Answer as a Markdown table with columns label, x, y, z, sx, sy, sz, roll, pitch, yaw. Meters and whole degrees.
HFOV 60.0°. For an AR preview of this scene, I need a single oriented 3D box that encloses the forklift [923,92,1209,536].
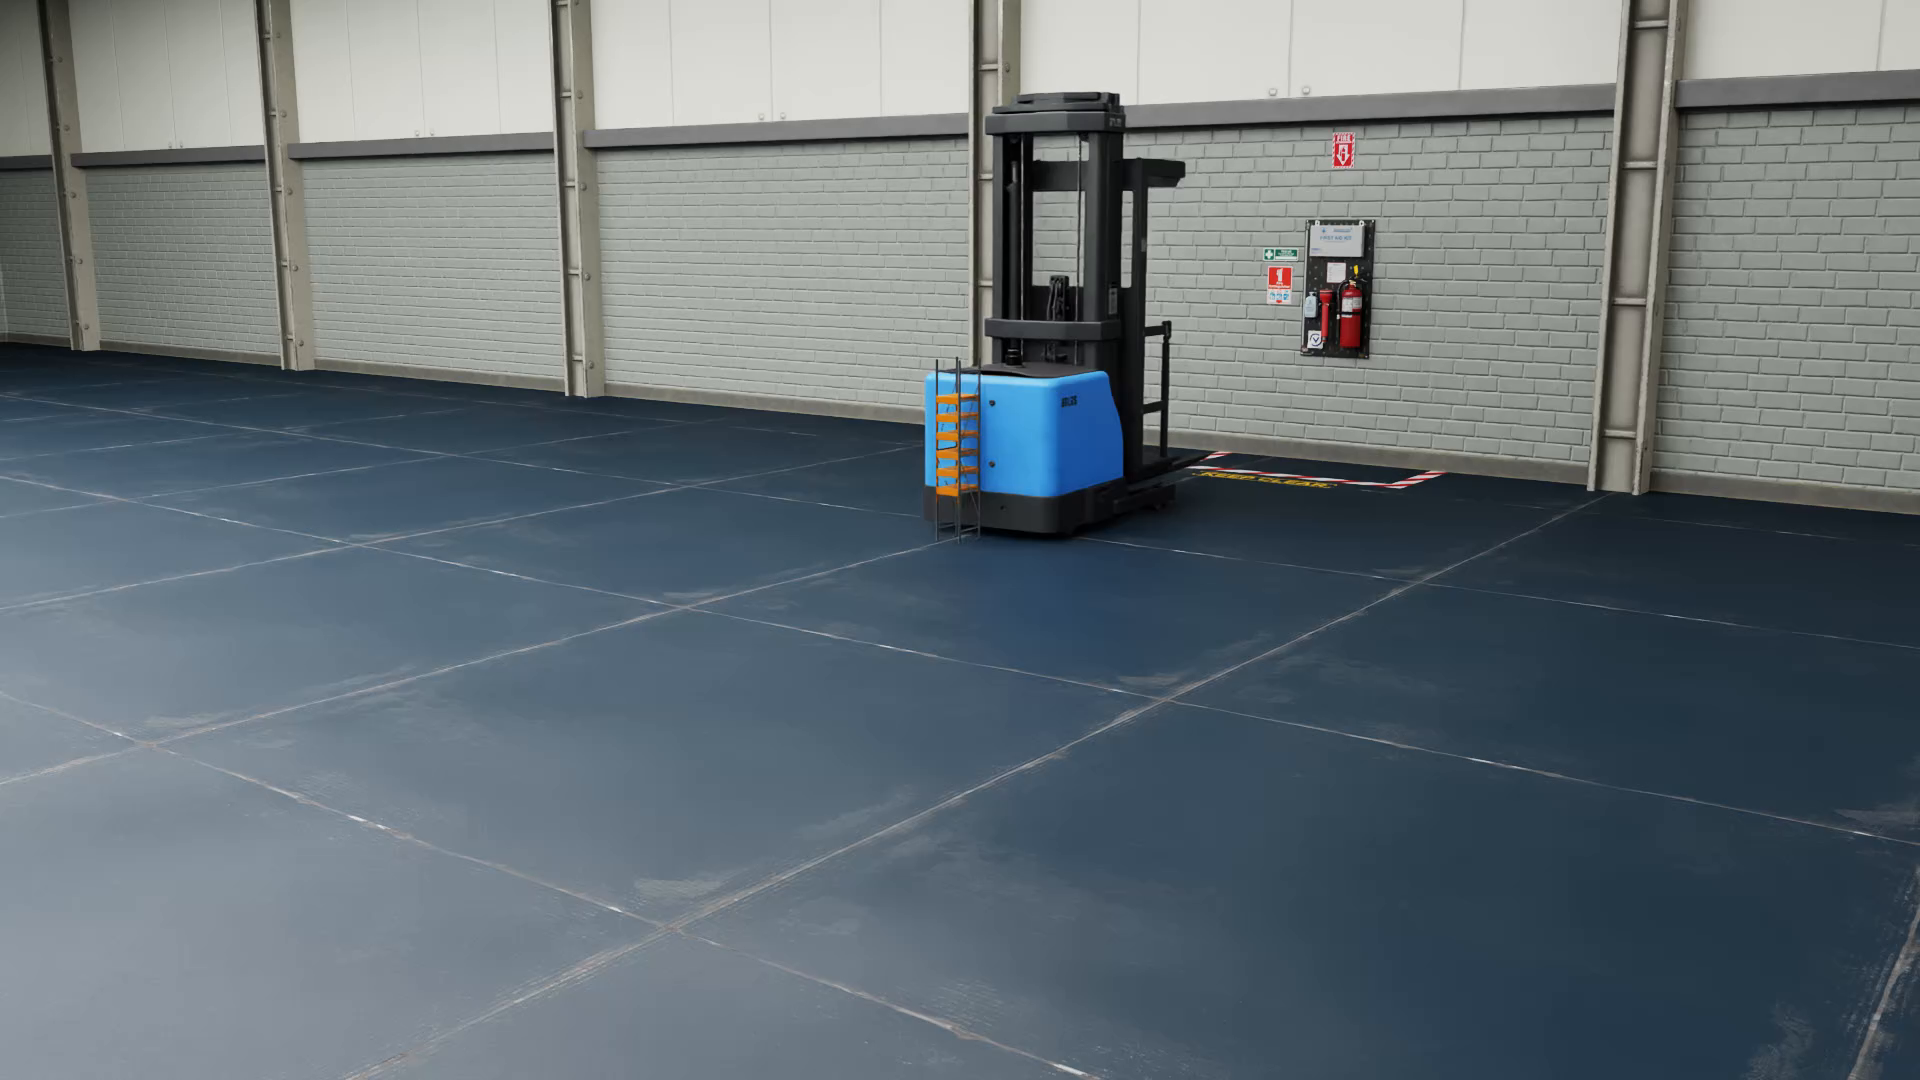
| label | x | y | z | sx | sy | sz | roll | pitch | yaw |
| --- | --- | --- | --- | --- | --- | --- | --- | --- | --- |
| forklift | 0.945 | -1.701 | 12.107 | 1.130 | 2.935 | 3.031 | 7 | 13 | 31 |

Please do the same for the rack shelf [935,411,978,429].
| label | x | y | z | sx | sy | sz | roll | pitch | yaw |
| --- | --- | --- | --- | --- | --- | --- | --- | --- | --- |
| rack shelf | -0.012 | -0.783 | 10.887 | 0.180 | 0.103 | 0.258 | 8 | 13 | 36 |

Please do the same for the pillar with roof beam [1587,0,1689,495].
| label | x | y | z | sx | sy | sz | roll | pitch | yaw |
| --- | --- | --- | --- | --- | --- | --- | --- | --- | --- |
| pillar with roof beam | 2.618 | -4.150 | 8.789 | 0.400 | 9.000 | 9.100 | 8 | 13 | 36 |

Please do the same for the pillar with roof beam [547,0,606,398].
| label | x | y | z | sx | sy | sz | roll | pitch | yaw |
| --- | --- | --- | --- | --- | --- | --- | --- | --- | --- |
| pillar with roof beam | -7.054 | -5.499 | 15.762 | 0.400 | 9.000 | 9.100 | 8 | 13 | 36 |

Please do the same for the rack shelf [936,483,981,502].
| label | x | y | z | sx | sy | sz | roll | pitch | yaw |
| --- | --- | --- | --- | --- | --- | --- | --- | --- | --- |
| rack shelf | -0.012 | -0.311 | 10.978 | 0.180 | 0.103 | 0.258 | 8 | 13 | 36 |

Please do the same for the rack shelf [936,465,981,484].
| label | x | y | z | sx | sy | sz | roll | pitch | yaw |
| --- | --- | --- | --- | --- | --- | --- | --- | --- | --- |
| rack shelf | -0.012 | -0.429 | 10.955 | 0.180 | 0.103 | 0.258 | 8 | 13 | 36 |

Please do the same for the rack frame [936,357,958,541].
| label | x | y | z | sx | sy | sz | roll | pitch | yaw |
| --- | --- | --- | --- | --- | --- | --- | --- | --- | --- |
| rack frame | -0.085 | -0.601 | 10.977 | 0.006 | 1.200 | 0.240 | 8 | 13 | 36 |

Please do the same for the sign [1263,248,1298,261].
| label | x | y | z | sx | sy | sz | roll | pitch | yaw |
| --- | --- | --- | --- | --- | --- | --- | --- | --- | --- |
| sign | 2.811 | -2.501 | 14.571 | 0.331 | 0.109 | 0.001 | 8 | 13 | 36 |

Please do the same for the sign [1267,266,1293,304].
| label | x | y | z | sx | sy | sz | roll | pitch | yaw |
| --- | --- | --- | --- | --- | --- | --- | --- | --- | --- |
| sign | 2.812 | -2.243 | 14.631 | 0.234 | 0.329 | 0.001 | 8 | 13 | 36 |

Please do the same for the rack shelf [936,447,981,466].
| label | x | y | z | sx | sy | sz | roll | pitch | yaw |
| --- | --- | --- | --- | --- | --- | --- | --- | --- | --- |
| rack shelf | -0.012 | -0.547 | 10.933 | 0.180 | 0.103 | 0.258 | 8 | 13 | 36 |

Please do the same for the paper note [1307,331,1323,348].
| label | x | y | z | sx | sy | sz | roll | pitch | yaw |
| --- | --- | --- | --- | --- | --- | --- | --- | --- | --- |
| paper note | 3.095 | -1.745 | 14.473 | 0.142 | 0.148 | 0.016 | 8 | 13 | 36 |

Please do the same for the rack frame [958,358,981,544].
| label | x | y | z | sx | sy | sz | roll | pitch | yaw |
| --- | --- | --- | --- | --- | --- | --- | --- | --- | --- |
| rack frame | 0.062 | -0.580 | 10.871 | 0.006 | 1.200 | 0.240 | 8 | 13 | 36 |

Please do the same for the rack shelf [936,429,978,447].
| label | x | y | z | sx | sy | sz | roll | pitch | yaw |
| --- | --- | --- | --- | --- | --- | --- | --- | --- | --- |
| rack shelf | -0.012 | -0.665 | 10.910 | 0.180 | 0.103 | 0.258 | 8 | 13 | 36 |

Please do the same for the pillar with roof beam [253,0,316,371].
| label | x | y | z | sx | sy | sz | roll | pitch | yaw |
| --- | --- | --- | --- | --- | --- | --- | --- | --- | --- |
| pillar with roof beam | -11.890 | -6.174 | 19.249 | 0.400 | 9.000 | 9.100 | 8 | 13 | 36 |

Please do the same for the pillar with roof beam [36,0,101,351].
| label | x | y | z | sx | sy | sz | roll | pitch | yaw |
| --- | --- | --- | --- | --- | --- | --- | --- | --- | --- |
| pillar with roof beam | -16.726 | -6.848 | 22.736 | 0.400 | 9.000 | 9.100 | 8 | 13 | 36 |

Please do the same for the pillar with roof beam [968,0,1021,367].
| label | x | y | z | sx | sy | sz | roll | pitch | yaw |
| --- | --- | --- | --- | --- | --- | --- | --- | --- | --- |
| pillar with roof beam | -2.218 | -4.824 | 12.276 | 0.400 | 9.000 | 9.100 | 8 | 13 | 36 |

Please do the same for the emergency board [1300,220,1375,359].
| label | x | y | z | sx | sy | sz | roll | pitch | yaw |
| --- | --- | --- | --- | --- | --- | --- | --- | --- | --- |
| emergency board | 3.197 | -2.147 | 14.232 | 0.643 | 1.169 | 0.194 | 8 | 13 | 36 |

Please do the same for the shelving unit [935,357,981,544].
| label | x | y | z | sx | sy | sz | roll | pitch | yaw |
| --- | --- | --- | --- | --- | --- | --- | --- | --- | --- |
| shelving unit | -0.012 | -0.591 | 10.924 | 0.189 | 1.200 | 0.258 | 8 | 13 | 36 |

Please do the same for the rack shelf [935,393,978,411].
| label | x | y | z | sx | sy | sz | roll | pitch | yaw |
| --- | --- | --- | --- | --- | --- | --- | --- | --- | --- |
| rack shelf | -0.012 | -0.901 | 10.864 | 0.180 | 0.103 | 0.258 | 8 | 13 | 36 |

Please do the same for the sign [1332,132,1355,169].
| label | x | y | z | sx | sy | sz | roll | pitch | yaw |
| --- | --- | --- | --- | --- | --- | --- | --- | --- | --- |
| sign | 3.249 | -3.302 | 14.095 | 0.199 | 0.298 | 0.001 | 8 | 13 | 36 |
